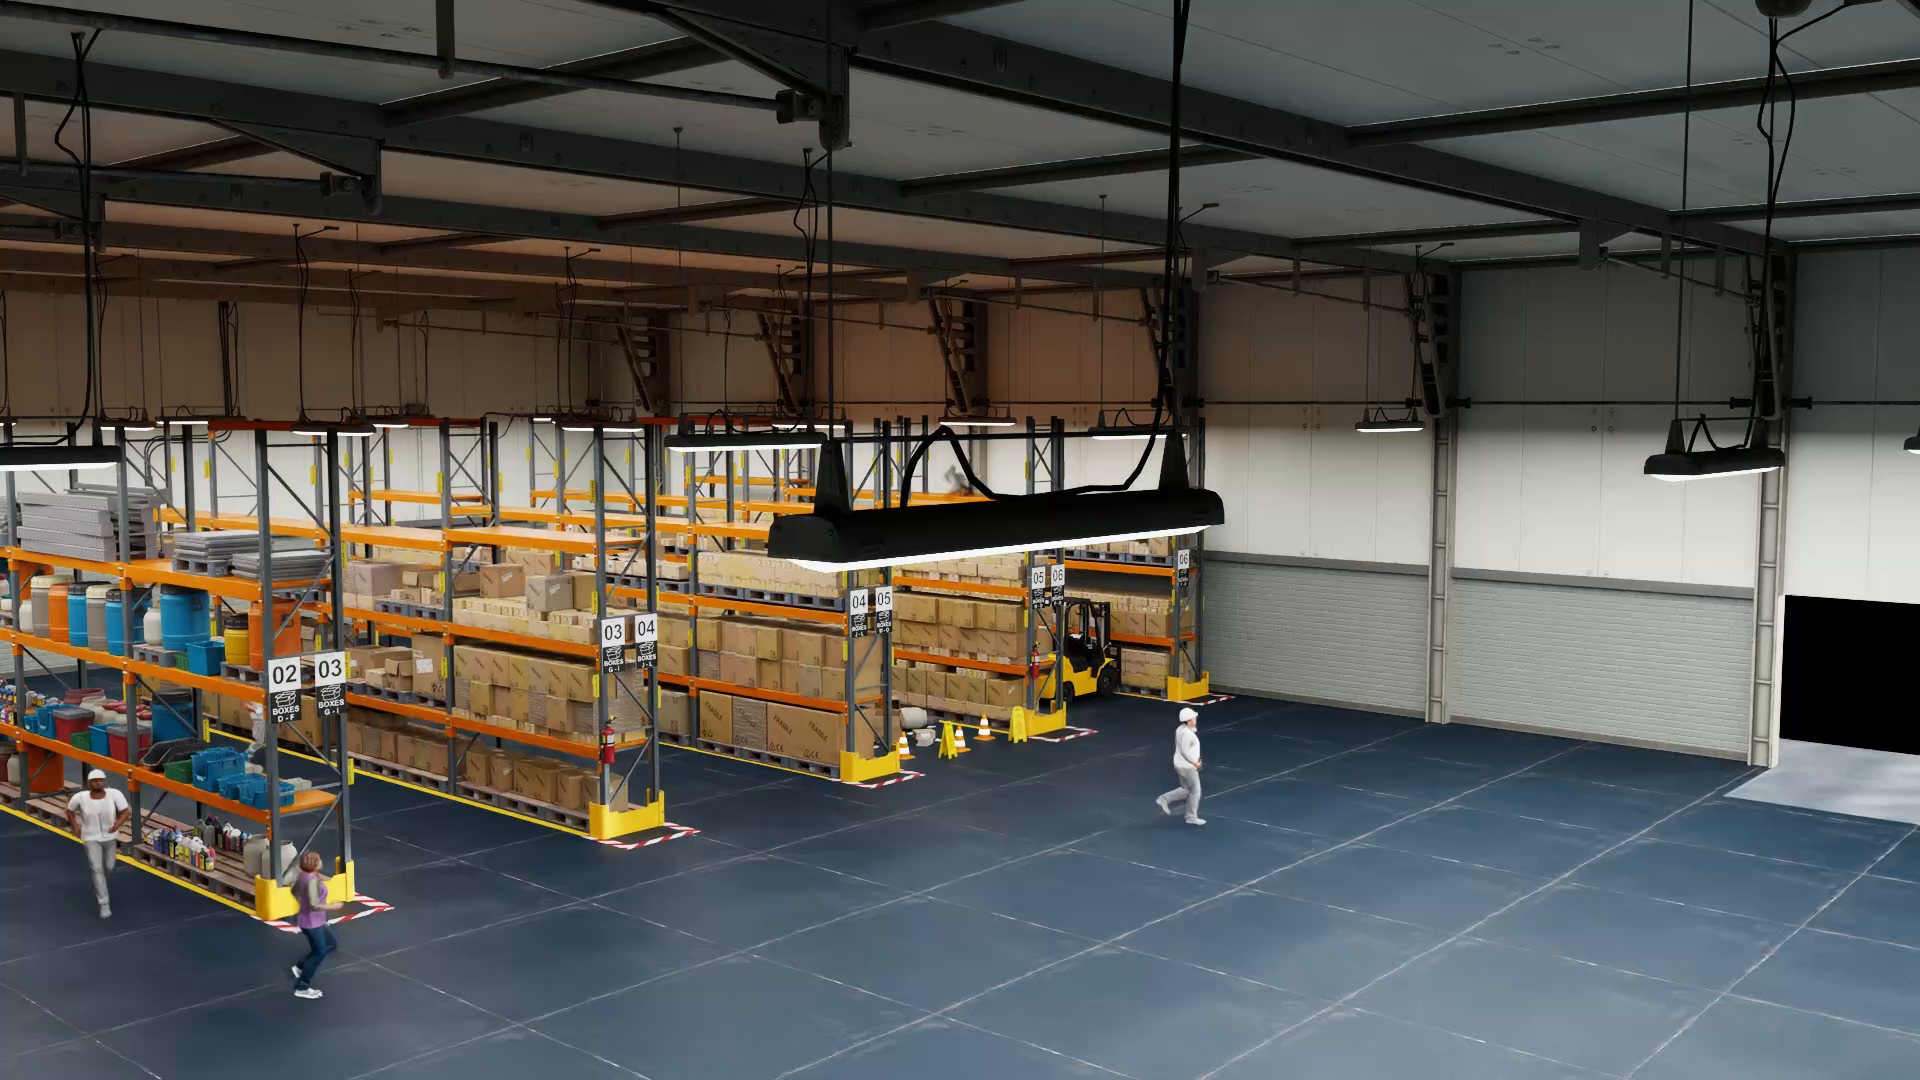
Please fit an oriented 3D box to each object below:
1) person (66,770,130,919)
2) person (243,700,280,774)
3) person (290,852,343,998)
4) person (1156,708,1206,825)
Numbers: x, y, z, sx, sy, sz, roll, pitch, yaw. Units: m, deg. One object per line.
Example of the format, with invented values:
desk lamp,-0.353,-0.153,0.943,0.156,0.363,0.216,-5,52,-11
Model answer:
person,-10.756,3.733,20.827,0.666,1.766,1.148,-4,6,-40
person,-11.942,3.075,28.487,0.839,1.789,0.686,4,6,37
person,-6.839,4.082,17.696,0.520,1.557,0.590,-3,5,-28
person,3.313,3.386,24.888,0.751,1.765,0.658,0,5,-6
